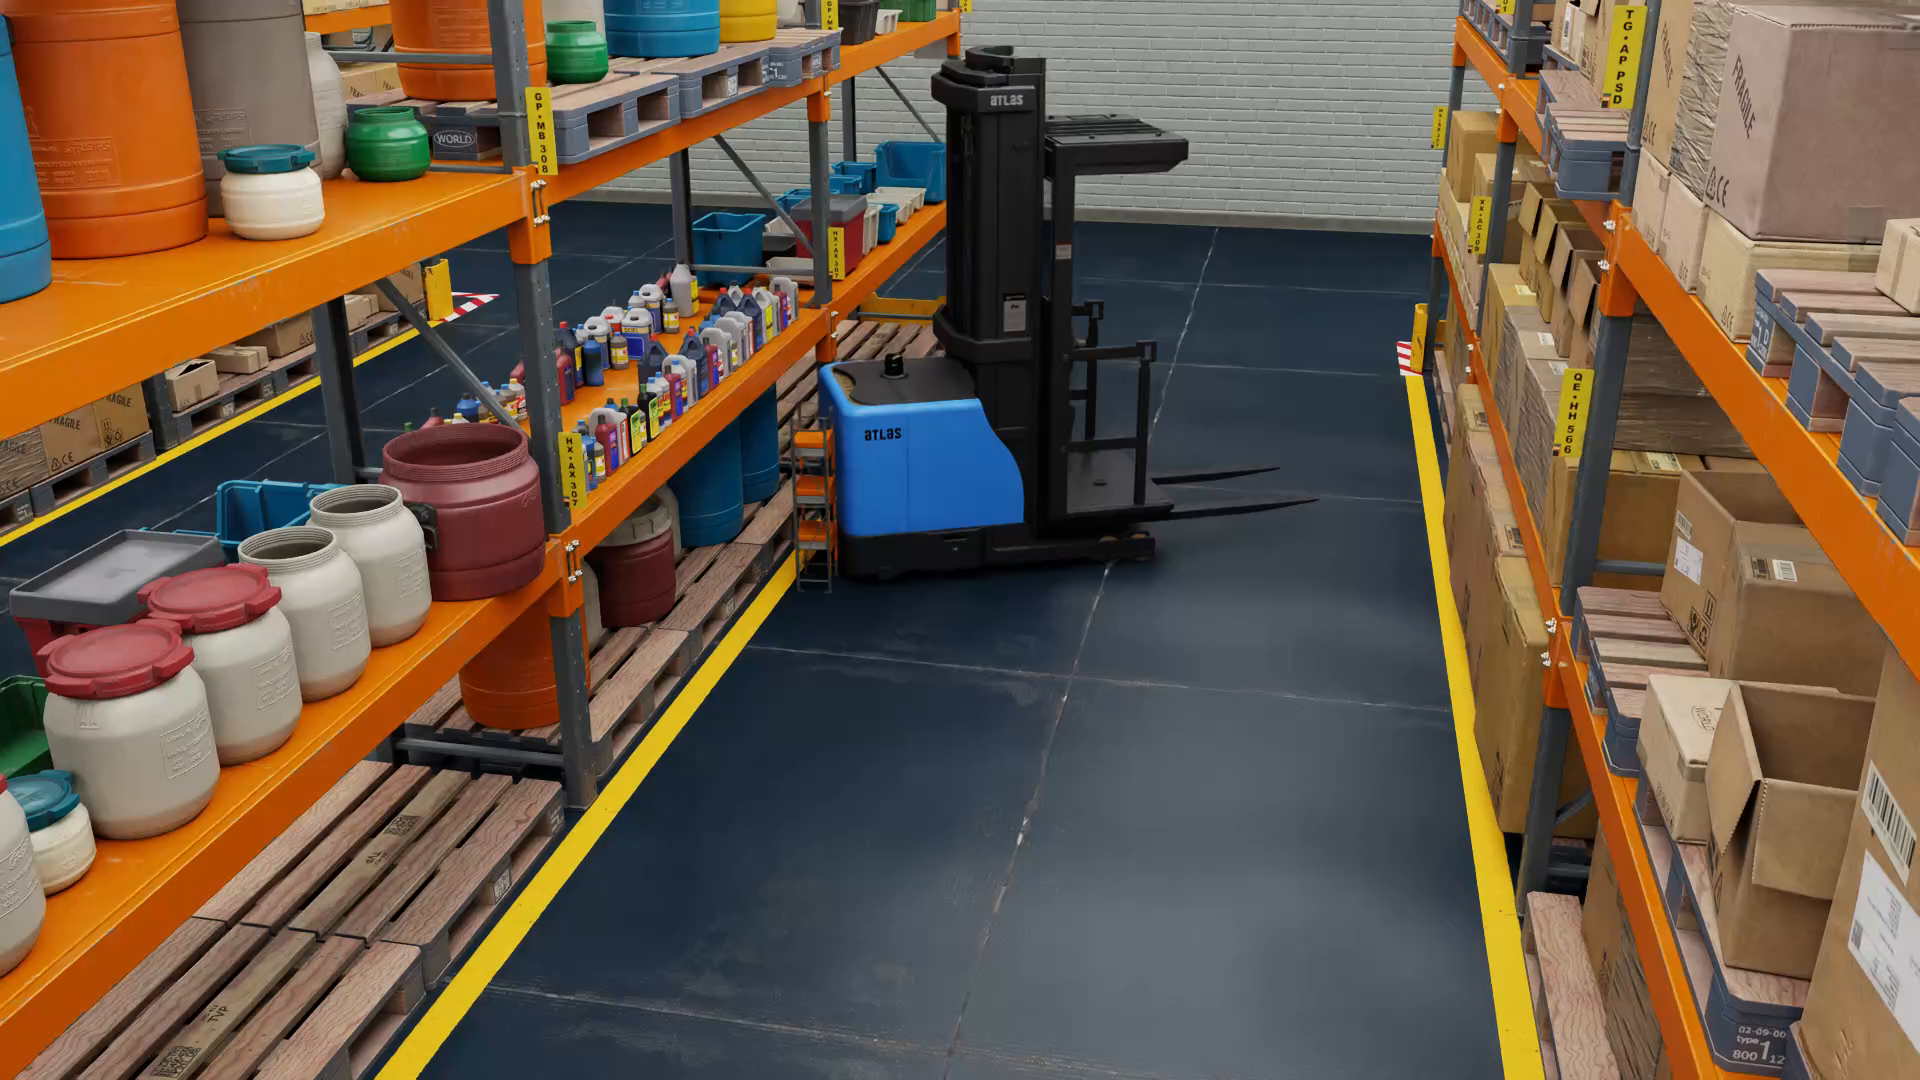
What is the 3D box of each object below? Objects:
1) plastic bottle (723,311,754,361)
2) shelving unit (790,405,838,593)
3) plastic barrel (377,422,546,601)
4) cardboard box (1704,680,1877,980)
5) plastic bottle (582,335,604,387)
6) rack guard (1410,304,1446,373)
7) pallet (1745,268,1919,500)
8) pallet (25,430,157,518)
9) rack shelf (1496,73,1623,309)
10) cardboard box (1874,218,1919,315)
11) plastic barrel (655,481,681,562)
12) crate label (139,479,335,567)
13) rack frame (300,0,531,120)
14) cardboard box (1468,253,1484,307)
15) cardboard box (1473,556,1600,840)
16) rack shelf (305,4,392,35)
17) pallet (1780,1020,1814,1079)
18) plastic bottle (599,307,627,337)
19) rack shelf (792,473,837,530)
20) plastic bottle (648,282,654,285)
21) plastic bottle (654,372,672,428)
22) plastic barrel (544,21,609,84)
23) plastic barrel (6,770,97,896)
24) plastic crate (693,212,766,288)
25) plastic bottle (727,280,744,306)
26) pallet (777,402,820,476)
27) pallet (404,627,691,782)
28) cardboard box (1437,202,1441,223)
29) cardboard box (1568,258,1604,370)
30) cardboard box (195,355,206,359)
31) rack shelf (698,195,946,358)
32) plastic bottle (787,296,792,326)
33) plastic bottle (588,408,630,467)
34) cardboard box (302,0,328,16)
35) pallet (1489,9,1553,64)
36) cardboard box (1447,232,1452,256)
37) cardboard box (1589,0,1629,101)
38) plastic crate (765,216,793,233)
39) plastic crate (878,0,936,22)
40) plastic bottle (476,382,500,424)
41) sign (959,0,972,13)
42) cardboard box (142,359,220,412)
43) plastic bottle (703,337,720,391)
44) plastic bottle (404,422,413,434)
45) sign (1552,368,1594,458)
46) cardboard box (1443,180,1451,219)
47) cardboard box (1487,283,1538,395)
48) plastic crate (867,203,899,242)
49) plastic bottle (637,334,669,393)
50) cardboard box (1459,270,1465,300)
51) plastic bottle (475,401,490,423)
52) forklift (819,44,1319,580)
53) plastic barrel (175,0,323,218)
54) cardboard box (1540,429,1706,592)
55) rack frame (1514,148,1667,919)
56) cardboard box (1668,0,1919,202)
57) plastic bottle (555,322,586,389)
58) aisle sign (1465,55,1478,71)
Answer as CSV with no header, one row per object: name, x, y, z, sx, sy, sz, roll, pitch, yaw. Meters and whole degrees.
plastic bottle,-1.255,-1.166,9.400,0.152,0.276,0.135,4,22,11
shelving unit,-0.832,-0.232,9.524,0.215,1.050,0.252,2,22,4
plastic barrel,-1.927,-0.118,6.449,0.600,0.536,0.708,4,22,11
cardboard box,2.167,0.709,3.877,0.797,0.503,0.637,7,23,16
plastic bottle,-1.966,-0.965,8.906,0.097,0.271,0.097,0,22,0
rack guard,4.357,-1.645,13.769,1.175,0.500,0.348,4,22,11
pallet,2.342,-0.309,3.341,1.213,0.211,1.003,4,22,11
pallet,-6.290,-0.496,11.302,1.003,0.211,1.213,4,22,11
rack shelf,3.128,-1.659,7.406,1.077,0.370,4.000,4,22,11
cardboard box,2.188,-0.578,3.510,0.380,0.166,0.250,4,22,9
plastic barrel,-1.788,-0.095,9.342,0.421,0.512,0.421,0,22,0
crate label,-2.597,0.079,6.096,0.502,0.435,0.616,4,22,11
rack frame,-2.129,-3.030,5.833,1.000,3.000,0.127,4,22,11
cardboard box,3.369,-1.583,10.071,0.500,0.250,0.500,4,22,10
cardboard box,2.881,0.670,6.957,1.225,0.875,0.875,3,22,8
rack shelf,-5.753,-3.879,12.917,1.077,0.370,4.000,4,22,11
pallet,2.202,1.413,3.086,1.003,0.211,1.213,4,22,11
plastic bottle,-1.969,-1.174,9.420,0.152,0.276,0.135,4,22,11
rack shelf,-0.832,-0.222,9.528,0.215,0.259,0.240,2,22,4
plastic bottle,-1.858,-1.421,10.040,0.097,0.271,0.097,0,22,0
plastic bottle,-1.486,-0.700,8.248,0.097,0.271,0.097,0,22,0
plastic barrel,-1.688,-2.132,7.262,0.294,0.245,0.294,0,22,0
plastic barrel,-2.525,0.807,4.520,0.301,0.262,0.301,0,22,0
plastic crate,-1.552,-1.928,11.066,0.392,0.384,0.575,4,22,11
plastic bottle,-1.321,-1.338,9.725,0.144,0.351,0.185,4,22,11
pallet,-1.201,-0.689,11.782,1.003,0.211,1.213,4,22,11
pallet,-2.009,0.754,8.198,1.003,0.211,1.213,4,22,11
cardboard box,3.956,-2.575,13.067,0.380,0.149,0.250,5,22,12
cardboard box,3.020,-0.886,7.062,0.797,0.503,0.637,5,22,12
cardboard box,-6.170,-1.551,13.199,0.500,0.311,0.500,4,22,11
rack shelf,-0.905,-2.108,12.536,1.077,0.370,4.000,4,22,11
plastic bottle,-1.074,-1.405,10.093,0.097,0.201,0.097,0,22,0
plastic bottle,-1.630,-0.493,7.728,0.152,0.276,0.135,4,22,11
cardboard box,-5.394,-4.300,13.202,0.500,0.250,0.500,4,22,11
pallet,3.713,-2.982,9.845,1.003,0.211,1.213,4,22,11
cardboard box,3.696,-2.104,11.899,0.380,0.149,0.250,4,22,10
cardboard box,2.863,-2.054,6.726,0.500,0.500,0.500,6,23,14
plastic crate,-1.252,-2.276,12.262,0.293,0.136,0.466,4,22,11
plastic crate,-0.419,-4.084,12.747,0.450,0.188,0.336,4,22,11
plastic bottle,-2.296,-0.636,8.090,0.097,0.271,0.097,0,22,0
sign,0.045,-4.480,13.588,0.100,0.325,0.005,4,22,11
cardboard box,-5.864,-1.183,12.287,0.500,0.311,0.500,4,22,11
plastic bottle,-1.332,-0.947,8.847,0.061,0.283,0.133,4,22,11
plastic bottle,-2.464,-0.374,7.423,0.061,0.283,0.133,4,22,11
sign,2.175,-0.448,5.902,0.100,0.325,0.005,4,22,11
cardboard box,3.890,-2.519,12.395,0.500,0.250,0.500,4,22,10
cardboard box,3.095,-1.046,8.802,0.500,0.500,0.500,4,22,11
plastic crate,-0.665,-2.353,12.325,0.416,0.233,0.300,4,22,11
plastic bottle,-1.581,-0.886,8.604,0.144,0.351,0.185,4,22,11
cardboard box,3.435,-1.635,10.734,0.380,0.149,0.250,5,22,12
plastic bottle,-2.316,-0.568,8.015,0.097,0.201,0.097,0,22,0
forklift,0.699,-1.400,9.906,3.031,2.935,1.130,-5,22,-12
plastic barrel,-2.509,-1.588,5.595,0.600,0.901,0.600,0,22,0
cardboard box,2.578,-0.116,6.492,0.500,0.500,0.500,5,23,13
rack frame,2.719,0.130,6.016,1.000,3.000,0.127,4,22,11
cardboard box,2.265,-1.202,4.505,0.500,0.500,0.500,5,22,11
plastic bottle,-2.093,-0.995,8.874,0.144,0.351,0.185,4,22,11
aisle sign,4.073,-4.051,12.917,0.394,0.787,0.004,4,22,11
